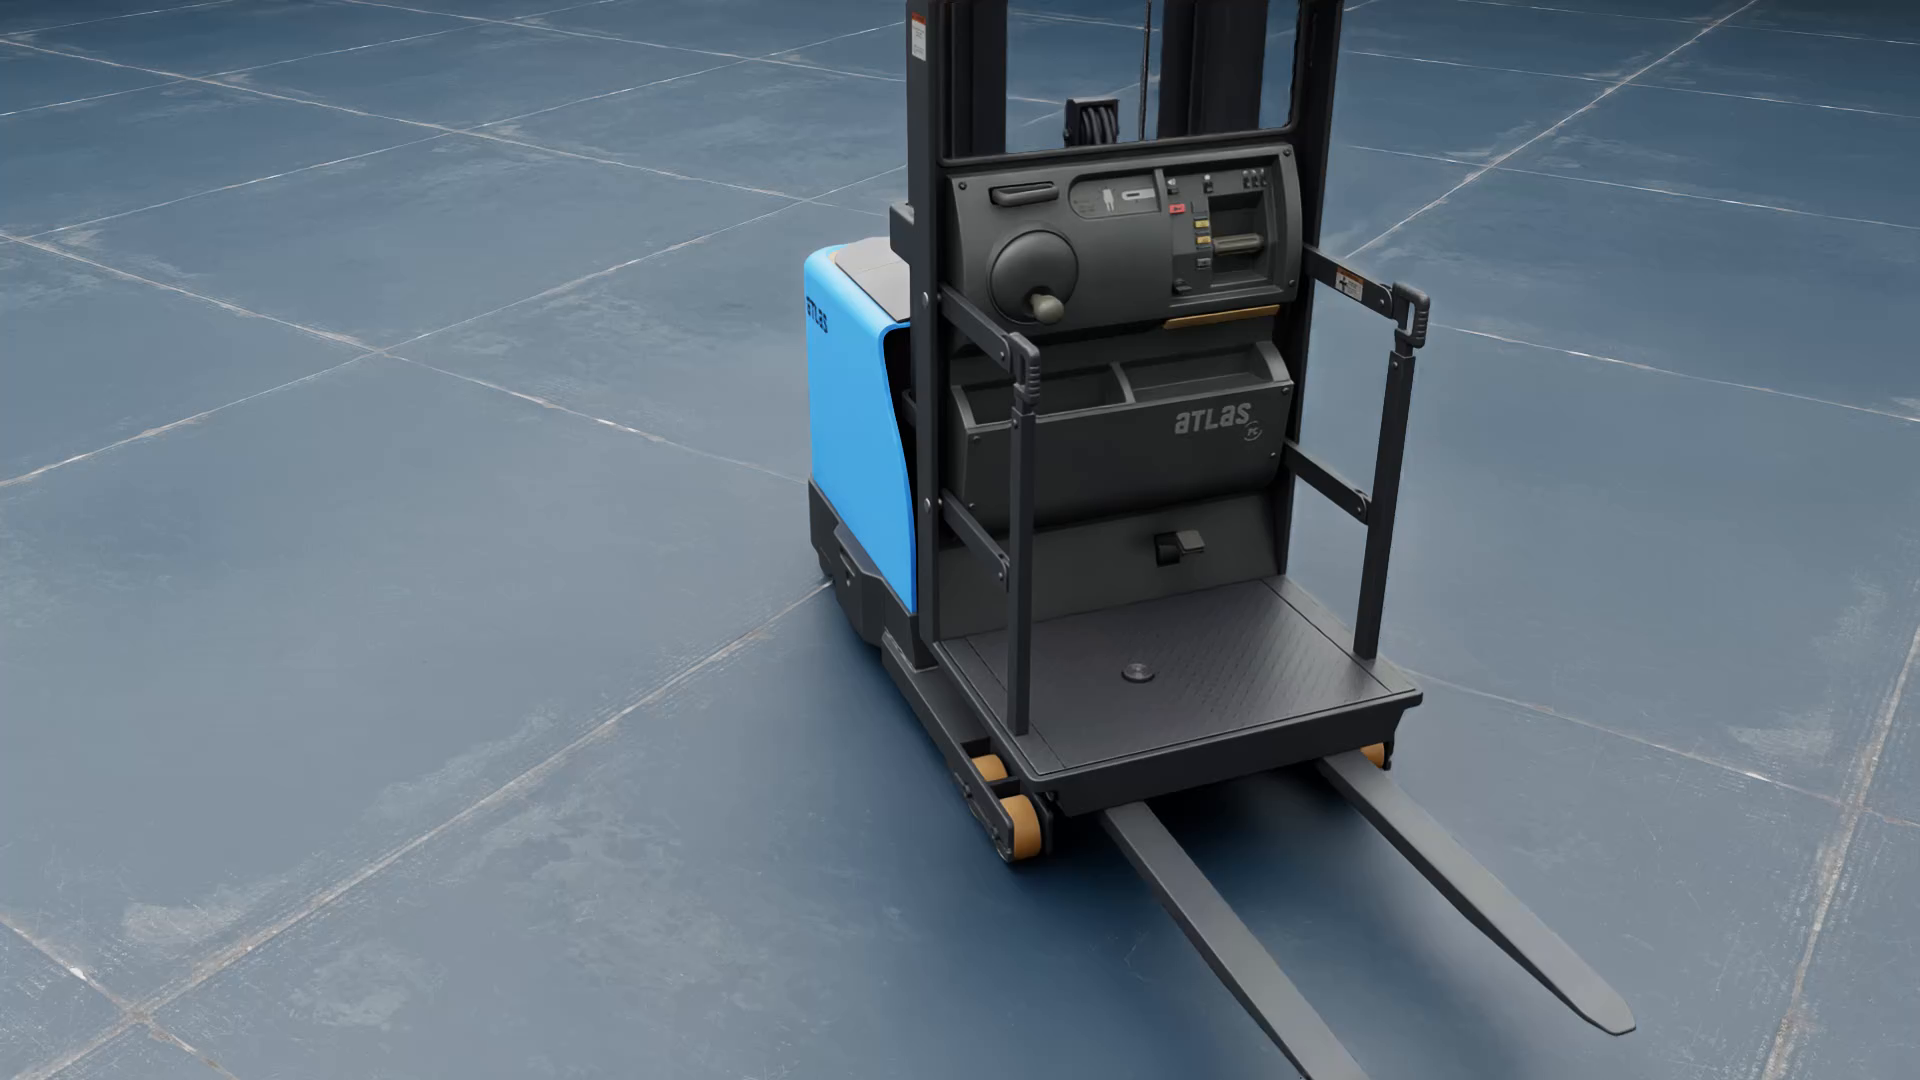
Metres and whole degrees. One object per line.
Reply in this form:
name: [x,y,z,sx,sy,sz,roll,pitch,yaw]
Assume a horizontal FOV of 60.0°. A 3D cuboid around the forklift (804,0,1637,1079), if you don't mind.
forklift: [0.504,-0.715,3.924,1.130,2.935,3.031,-10,29,-19]
